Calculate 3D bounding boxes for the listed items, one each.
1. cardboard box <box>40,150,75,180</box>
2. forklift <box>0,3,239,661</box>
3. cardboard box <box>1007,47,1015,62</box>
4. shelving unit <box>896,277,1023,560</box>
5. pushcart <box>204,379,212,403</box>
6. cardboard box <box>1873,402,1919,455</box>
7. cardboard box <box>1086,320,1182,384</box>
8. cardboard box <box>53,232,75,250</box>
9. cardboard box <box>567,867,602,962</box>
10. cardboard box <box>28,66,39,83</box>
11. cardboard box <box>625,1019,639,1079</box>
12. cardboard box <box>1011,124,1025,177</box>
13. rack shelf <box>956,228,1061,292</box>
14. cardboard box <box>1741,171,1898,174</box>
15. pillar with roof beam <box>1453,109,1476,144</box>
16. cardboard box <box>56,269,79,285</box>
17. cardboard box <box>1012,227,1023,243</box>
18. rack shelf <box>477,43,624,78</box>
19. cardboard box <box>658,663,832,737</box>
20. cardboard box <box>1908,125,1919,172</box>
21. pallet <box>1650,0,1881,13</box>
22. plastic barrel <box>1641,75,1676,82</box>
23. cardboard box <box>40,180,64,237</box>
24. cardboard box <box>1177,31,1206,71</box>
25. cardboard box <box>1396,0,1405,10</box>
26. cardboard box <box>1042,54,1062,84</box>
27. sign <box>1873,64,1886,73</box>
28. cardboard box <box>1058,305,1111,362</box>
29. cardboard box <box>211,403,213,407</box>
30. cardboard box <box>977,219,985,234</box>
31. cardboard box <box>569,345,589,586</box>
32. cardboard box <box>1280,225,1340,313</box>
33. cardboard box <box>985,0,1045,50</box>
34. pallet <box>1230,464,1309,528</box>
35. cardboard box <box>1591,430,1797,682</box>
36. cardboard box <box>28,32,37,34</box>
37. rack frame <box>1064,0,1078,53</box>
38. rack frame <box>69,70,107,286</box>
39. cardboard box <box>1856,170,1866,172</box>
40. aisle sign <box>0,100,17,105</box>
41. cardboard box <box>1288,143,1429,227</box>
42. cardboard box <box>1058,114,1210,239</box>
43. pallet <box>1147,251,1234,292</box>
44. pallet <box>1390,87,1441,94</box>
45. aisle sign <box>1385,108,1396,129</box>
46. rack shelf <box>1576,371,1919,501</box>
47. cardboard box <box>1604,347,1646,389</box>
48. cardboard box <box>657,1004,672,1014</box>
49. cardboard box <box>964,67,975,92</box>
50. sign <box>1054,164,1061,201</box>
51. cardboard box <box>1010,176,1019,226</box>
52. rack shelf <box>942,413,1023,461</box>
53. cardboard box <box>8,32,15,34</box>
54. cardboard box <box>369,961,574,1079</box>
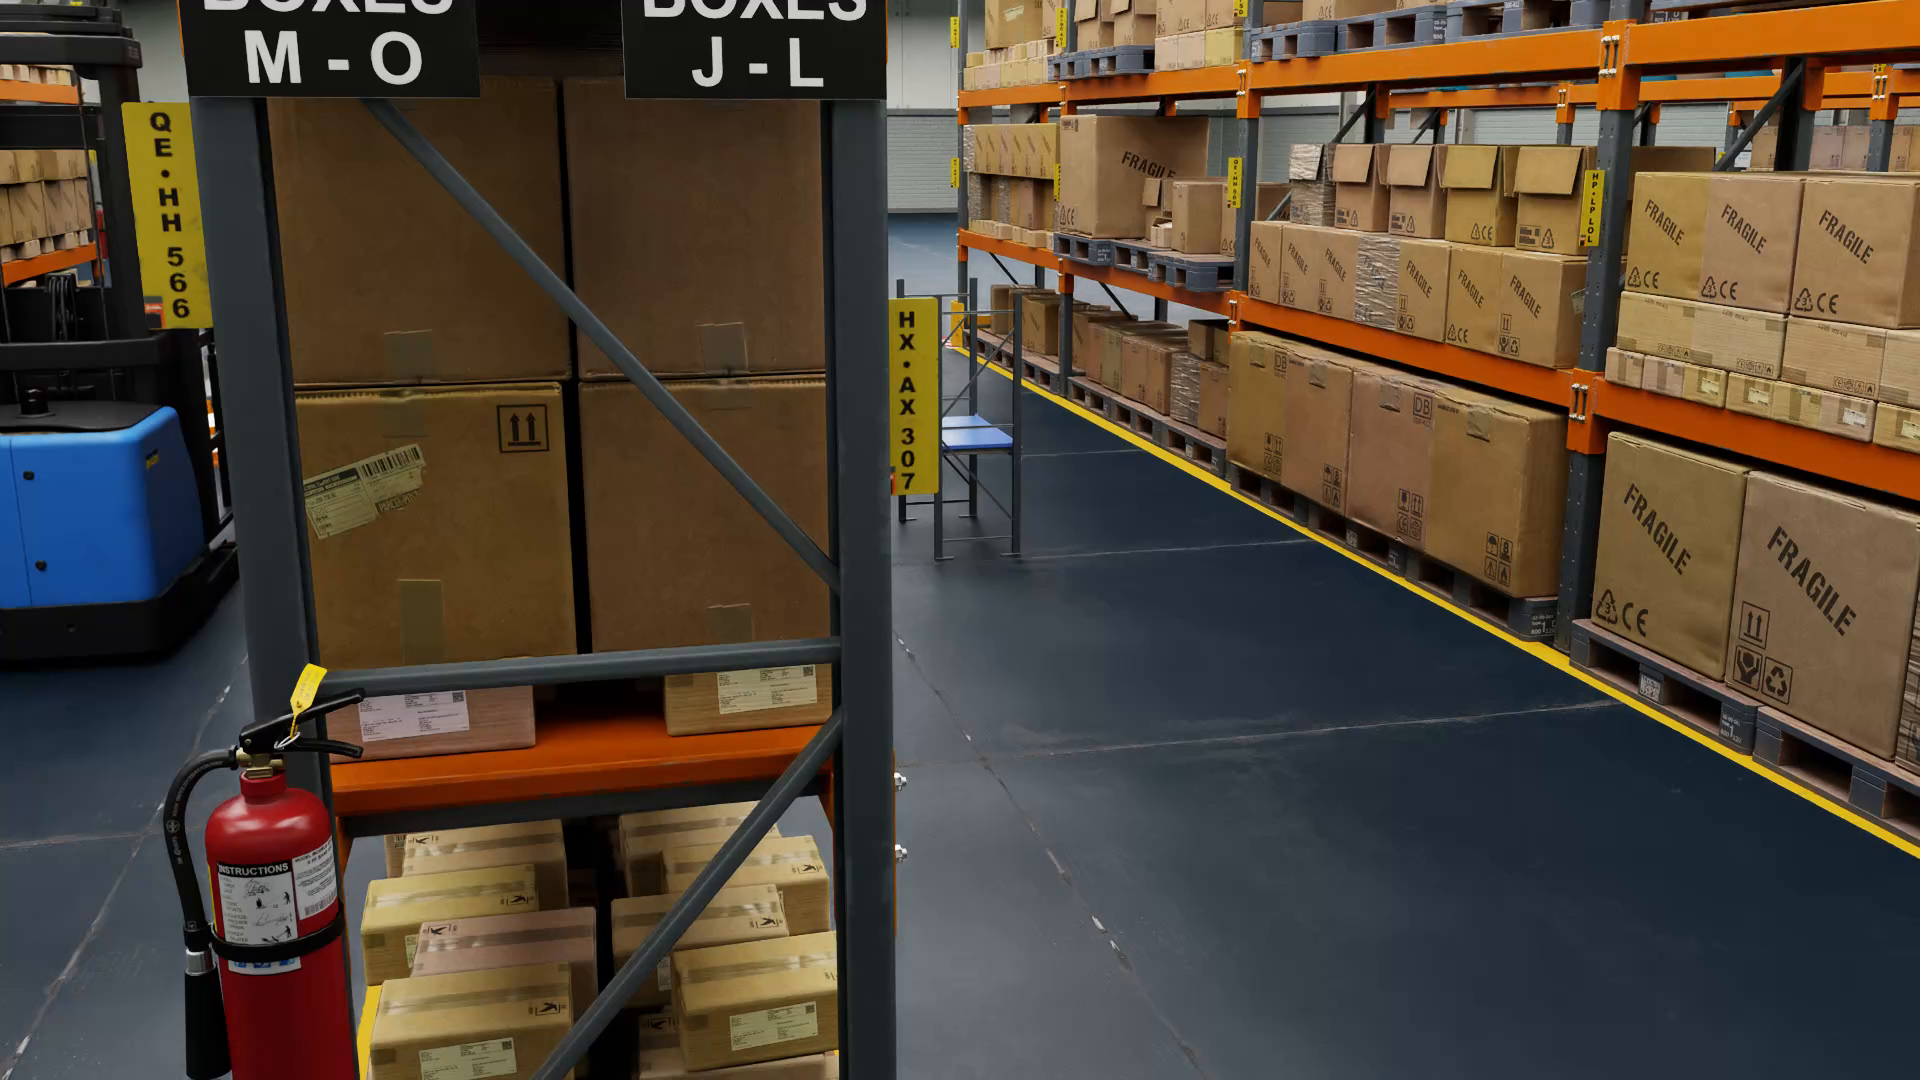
[{"bbox_3d":[-8.495,-3.520,15.070,0.700,0.500,0.500,-3,14,-14],"label":"cardboard box"},{"bbox_3d":[-4.460,-1.173,8.551,1.130,2.935,3.031,-3,14,-12],"label":"forklift"},{"bbox_3d":[0.691,-4.873,16.707,0.380,0.149,0.250,-3,14,-14],"label":"cardboard box"},{"bbox_3d":[-0.020,-0.748,9.830,0.538,1.500,1.048,-3,14,-13],"label":"shelving unit"},{"bbox_3d":[-6.014,-1.118,13.707,1.648,0.377,0.936,-9,16,-33],"label":"pushcart"},{"bbox_3d":[3.407,-0.391,5.738,0.380,0.149,0.250,-4,14,-15],"label":"cardboard box"},{"bbox_3d":[1.537,-1.662,14.749,0.700,0.500,0.500,-4,14,-18],"label":"cardboard box"},{"bbox_3d":[-8.566,-2.809,15.634,0.380,0.149,0.250,-3,14,-12],"label":"cardboard box"},{"bbox_3d":[-1.101,0.959,4.176,0.380,0.149,0.250,-3,14,-14],"label":"cardboard box"},{"bbox_3d":[-8.583,-4.208,15.041,0.380,0.149,0.250,-3,14,-14],"label":"cardboard box"},{"bbox_3d":[-0.566,1.202,3.807,0.380,0.149,0.250,-3,14,-13],"label":"cardboard box"},{"bbox_3d":[0.806,-3.803,16.230,0.500,0.500,0.500,-3,14,-13],"label":"cardboard box"},{"bbox_3d":[0.944,-2.917,17.063,1.077,0.370,4.000,-3,14,-13],"label":"rack shelf"},{"bbox_3d":[3.661,-1.305,7.056,0.500,0.500,0.500,-3,14,-12],"label":"cardboard box"},{"bbox_3d":[7.512,-11.270,37.096,9.100,9.000,0.400,-3,14,-13],"label":"pillar with roof beam"},{"bbox_3d":[-8.565,-2.472,15.688,0.380,0.149,0.250,-3,14,-12],"label":"cardboard box"},{"bbox_3d":[0.740,-3.063,16.675,0.380,0.149,0.250,-3,14,-13],"label":"cardboard box"},{"bbox_3d":[-2.022,-2.276,8.117,1.077,0.370,4.000,-3,14,-13],"label":"rack shelf"},{"bbox_3d":[-0.370,0.245,3.133,0.380,0.149,0.250,-3,14,-14],"label":"cardboard box"},{"bbox_3d":[10.814,-4.254,18.075,0.700,0.500,0.500,-3,14,-13],"label":"cardboard box"},{"bbox_3d":[3.475,-2.185,6.415,1.003,0.211,1.213,-3,14,-13],"label":"pallet"},{"bbox_3d":[6.559,-4.677,15.373,0.600,0.901,0.708,-3,14,-13],"label":"plastic barrel"},{"bbox_3d":[-8.536,-3.028,15.162,0.500,0.500,0.500,-3,14,-13],"label":"cardboard box"},{"bbox_3d":[1.874,-3.477,11.833,0.500,0.250,0.500,-3,14,-13],"label":"cardboard box"},{"bbox_3d":[2.855,-3.261,9.540,0.500,0.500,0.500,-3,14,-10],"label":"cardboard box"},{"bbox_3d":[1.053,-4.280,15.122,0.500,0.250,0.500,-3,14,-11],"label":"cardboard box"},{"bbox_3d":[6.635,-3.533,11.967,0.100,0.325,0.005,-3,14,-13],"label":"sign"},{"bbox_3d":[1.217,-2.021,16.262,0.500,0.500,0.500,1,14,5],"label":"cardboard box"},{"bbox_3d":[-6.324,-1.232,14.412,0.396,0.266,0.258,10,17,35],"label":"cardboard box"},{"bbox_3d":[0.394,-3.410,18.093,0.380,0.149,0.250,-3,14,-13],"label":"cardboard box"},{"bbox_3d":[-0.600,-0.218,3.662,0.500,0.500,0.500,-3,14,-13],"label":"cardboard box"},{"bbox_3d":[2.327,-1.685,10.293,0.500,0.500,0.500,-4,14,-15],"label":"cardboard box"},{"bbox_3d":[0.561,-5.264,16.941,0.500,0.500,0.500,-3,14,-13],"label":"cardboard box"},{"bbox_3d":[2.465,-0.342,10.882,1.003,0.211,1.213,-3,14,-13],"label":"pallet"},{"bbox_3d":[3.370,0.025,7.096,0.875,0.875,0.875,-3,14,-13],"label":"cardboard box"},{"bbox_3d":[-8.681,-4.656,15.192,0.380,0.149,0.250,-3,14,-13],"label":"cardboard box"},{"bbox_3d":[1.414,-5.720,14.377,1.000,3.000,0.127,-3,14,-13],"label":"rack frame"},{"bbox_3d":[-9.158,-3.176,16.606,1.000,3.000,0.127,-3,14,-13],"label":"rack frame"},{"bbox_3d":[10.410,-4.125,18.915,0.380,0.149,0.250,-3,14,-11],"label":"cardboard box"},{"bbox_3d":[-9.474,-4.436,16.285,0.394,0.787,0.004,-3,14,-13],"label":"aisle sign"},{"bbox_3d":[2.510,-2.249,10.487,0.797,0.503,0.637,-3,14,-11],"label":"cardboard box"},{"bbox_3d":[1.465,-3.110,14.186,1.000,1.000,1.000,-3,14,-13],"label":"cardboard box"},{"bbox_3d":[2.083,-1.948,11.984,1.213,0.211,1.003,-3,14,-13],"label":"pallet"},{"bbox_3d":[5.388,-5.173,18.859,1.003,0.211,1.213,-3,14,-13],"label":"pallet"},{"bbox_3d":[4.988,-5.267,19.689,0.394,0.787,0.004,-3,14,-13],"label":"aisle sign"},{"bbox_3d":[3.763,-0.149,5.732,1.077,0.370,4.000,-3,14,-13],"label":"rack shelf"},{"bbox_3d":[3.039,-0.751,7.210,0.380,0.149,0.250,-3,14,-13],"label":"cardboard box"},{"bbox_3d":[-0.496,1.051,3.800,0.380,0.149,0.250,-3,14,-13],"label":"cardboard box"},{"bbox_3d":[0.337,-4.987,18.014,0.500,0.250,0.500,-3,14,-12],"label":"cardboard box"},{"bbox_3d":[0.889,-3.194,14.856,0.100,0.325,0.005,-3,14,-13],"label":"sign"},{"bbox_3d":[0.993,-3.450,16.892,0.875,0.500,0.500,-3,14,-13],"label":"cardboard box"},{"bbox_3d":[-0.020,-0.574,9.872,0.538,0.185,1.000,-3,14,-13],"label":"rack shelf"},{"bbox_3d":[-8.412,-4.250,14.370,0.500,0.250,0.500,-3,14,-13],"label":"cardboard box"},{"bbox_3d":[-0.983,1.000,3.382,0.380,0.149,0.250,-3,14,-13],"label":"cardboard box"}]
